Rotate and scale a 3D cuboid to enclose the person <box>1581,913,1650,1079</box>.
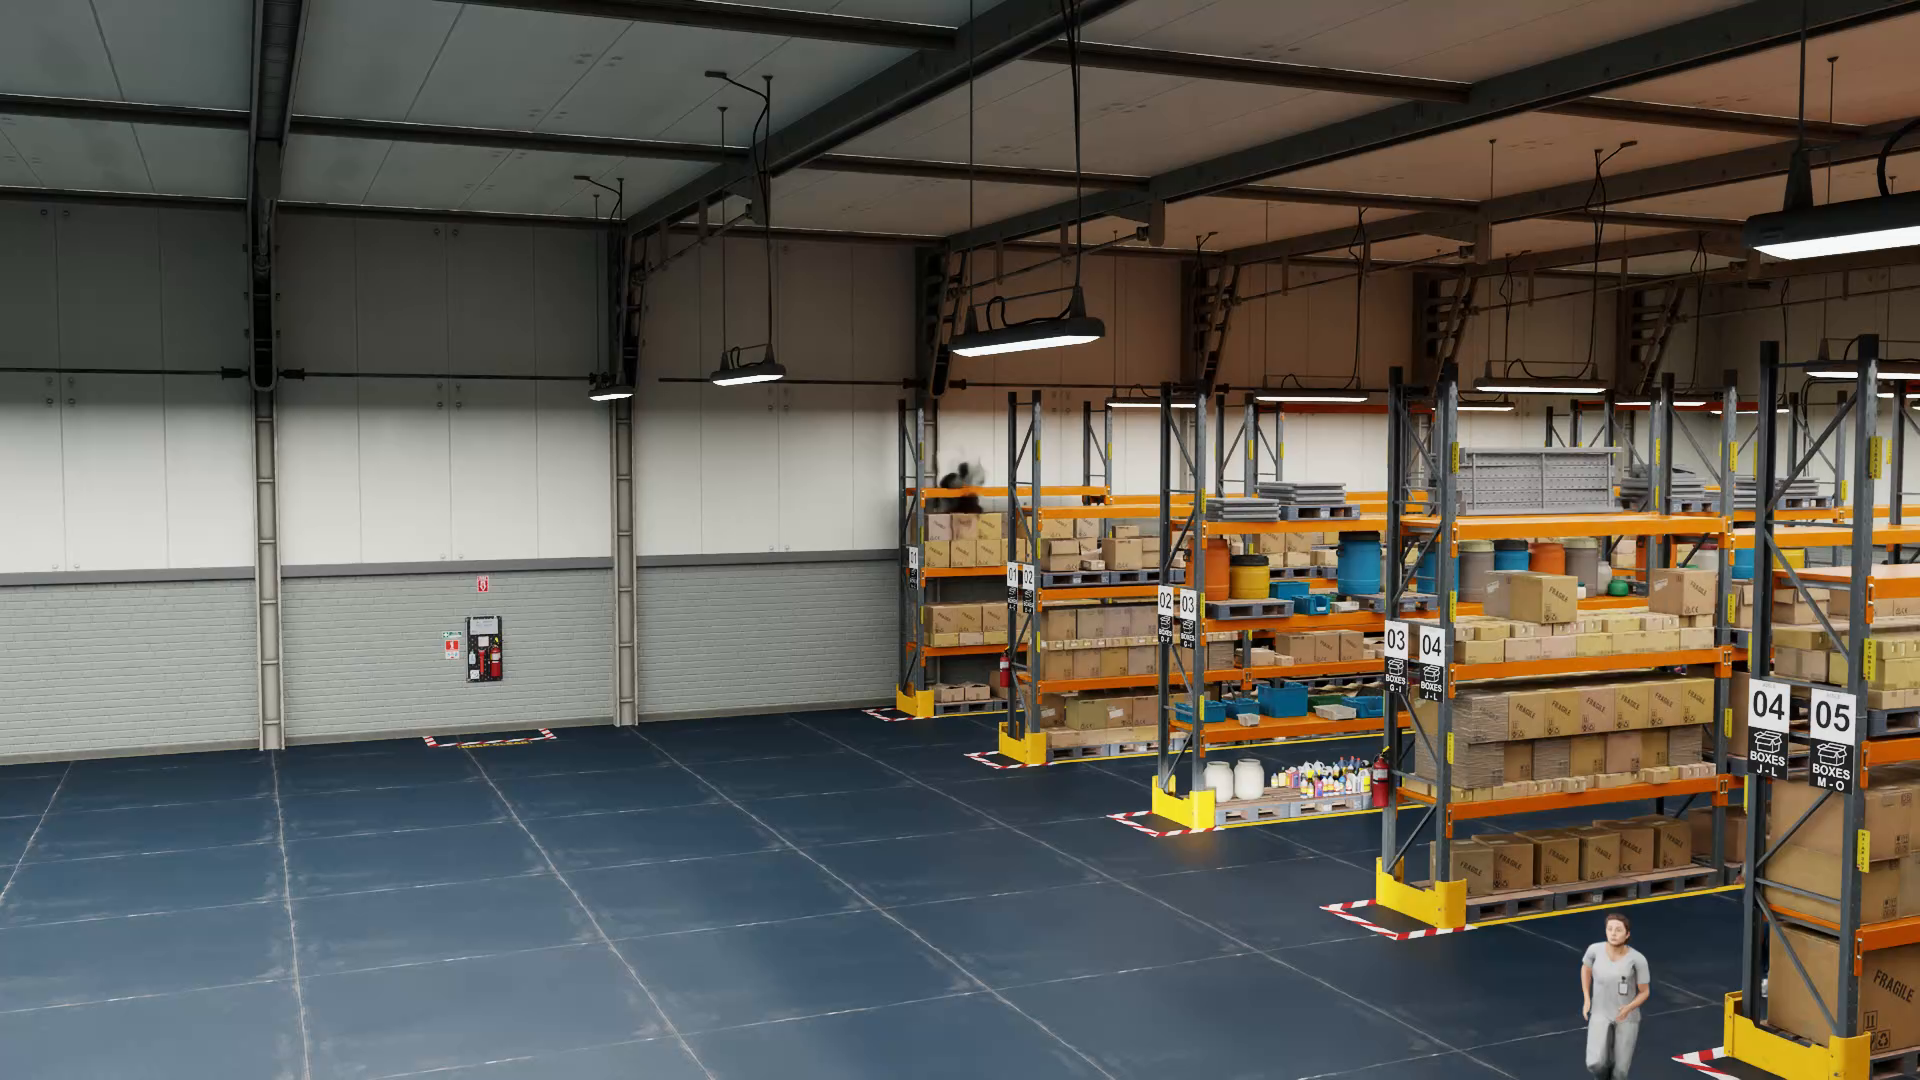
[{"bbox_3d":[4.955,3.618,12.614,0.510,1.593,0.626,2,4,28],"label":"person"}]

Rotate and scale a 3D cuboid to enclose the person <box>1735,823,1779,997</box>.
[{"bbox_3d":[7.516,3.463,15.563,0.625,1.590,0.515,-2,4,-29],"label":"person"}]
